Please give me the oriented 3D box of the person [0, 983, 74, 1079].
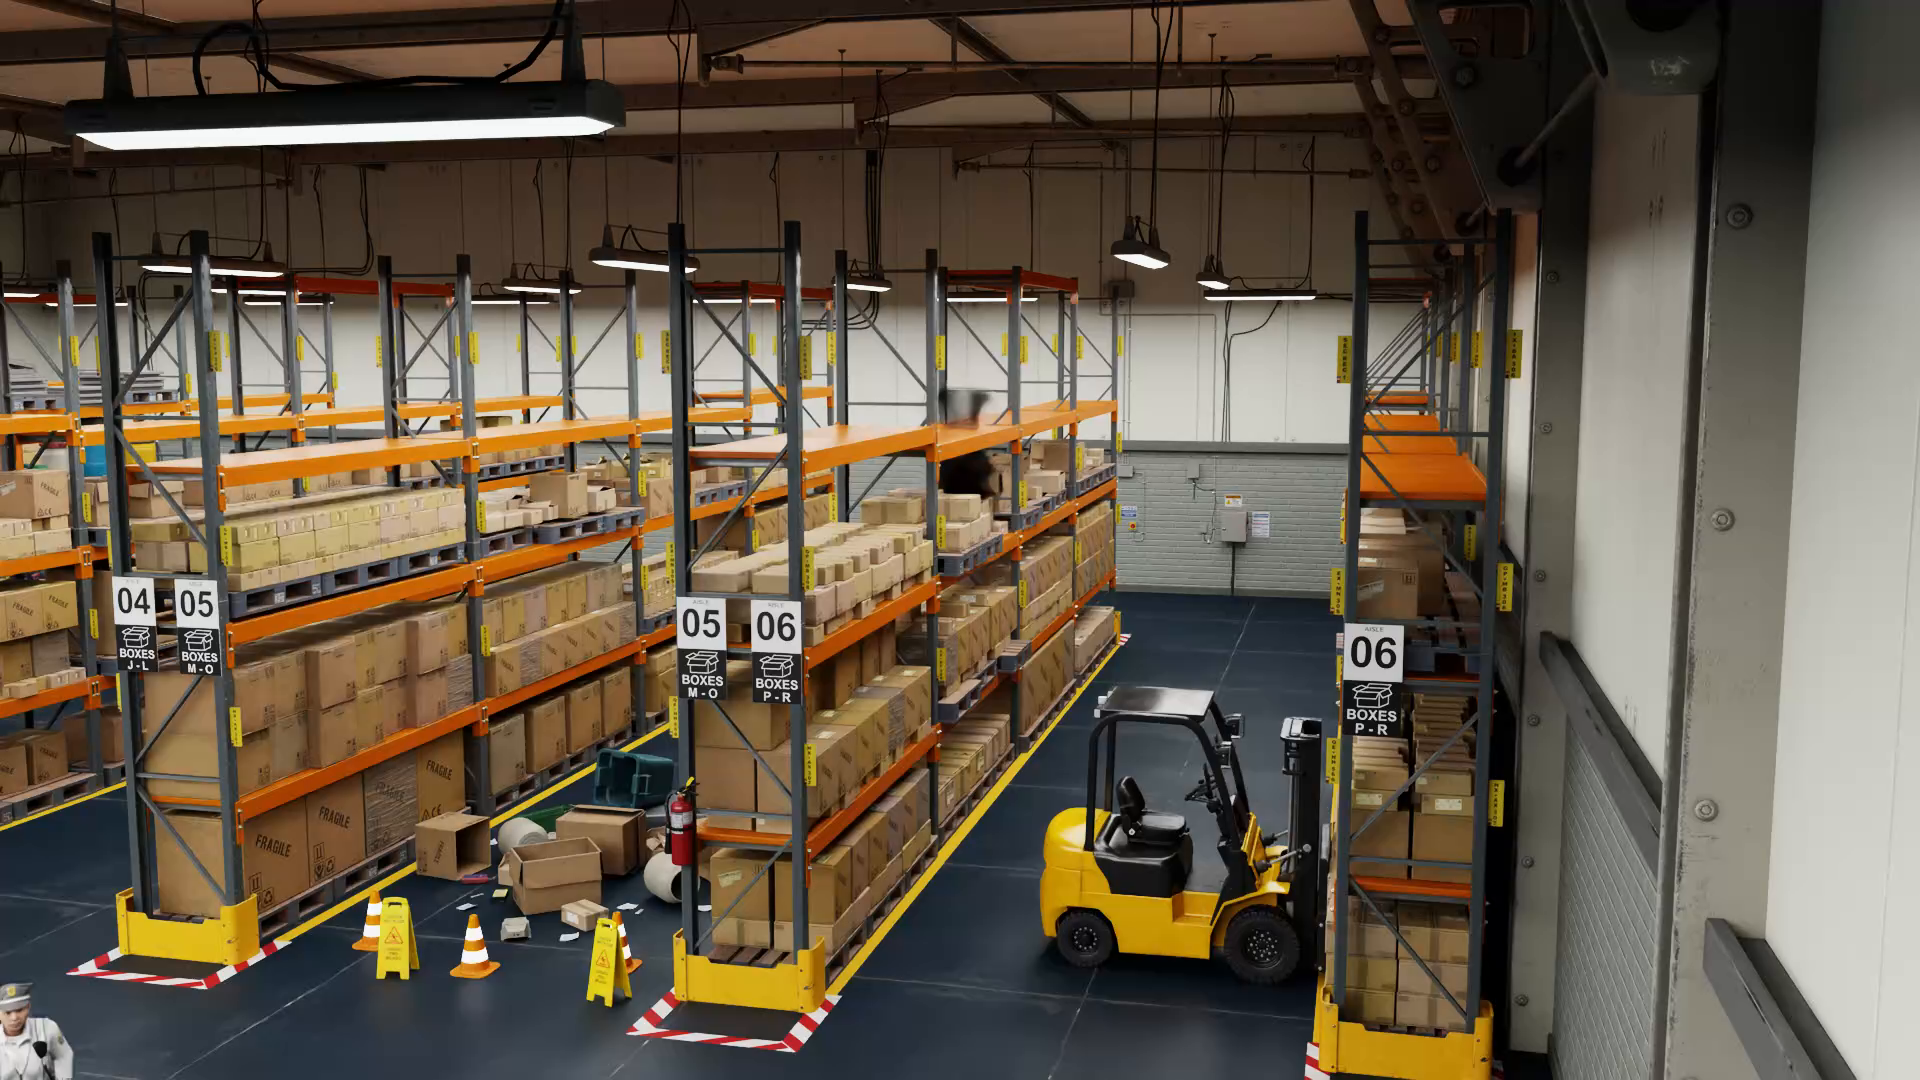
[{"bbox_3d":[-5.330,3.233,9.396,0.614,1.636,0.714,-5,9,-35],"label":"person"}]
